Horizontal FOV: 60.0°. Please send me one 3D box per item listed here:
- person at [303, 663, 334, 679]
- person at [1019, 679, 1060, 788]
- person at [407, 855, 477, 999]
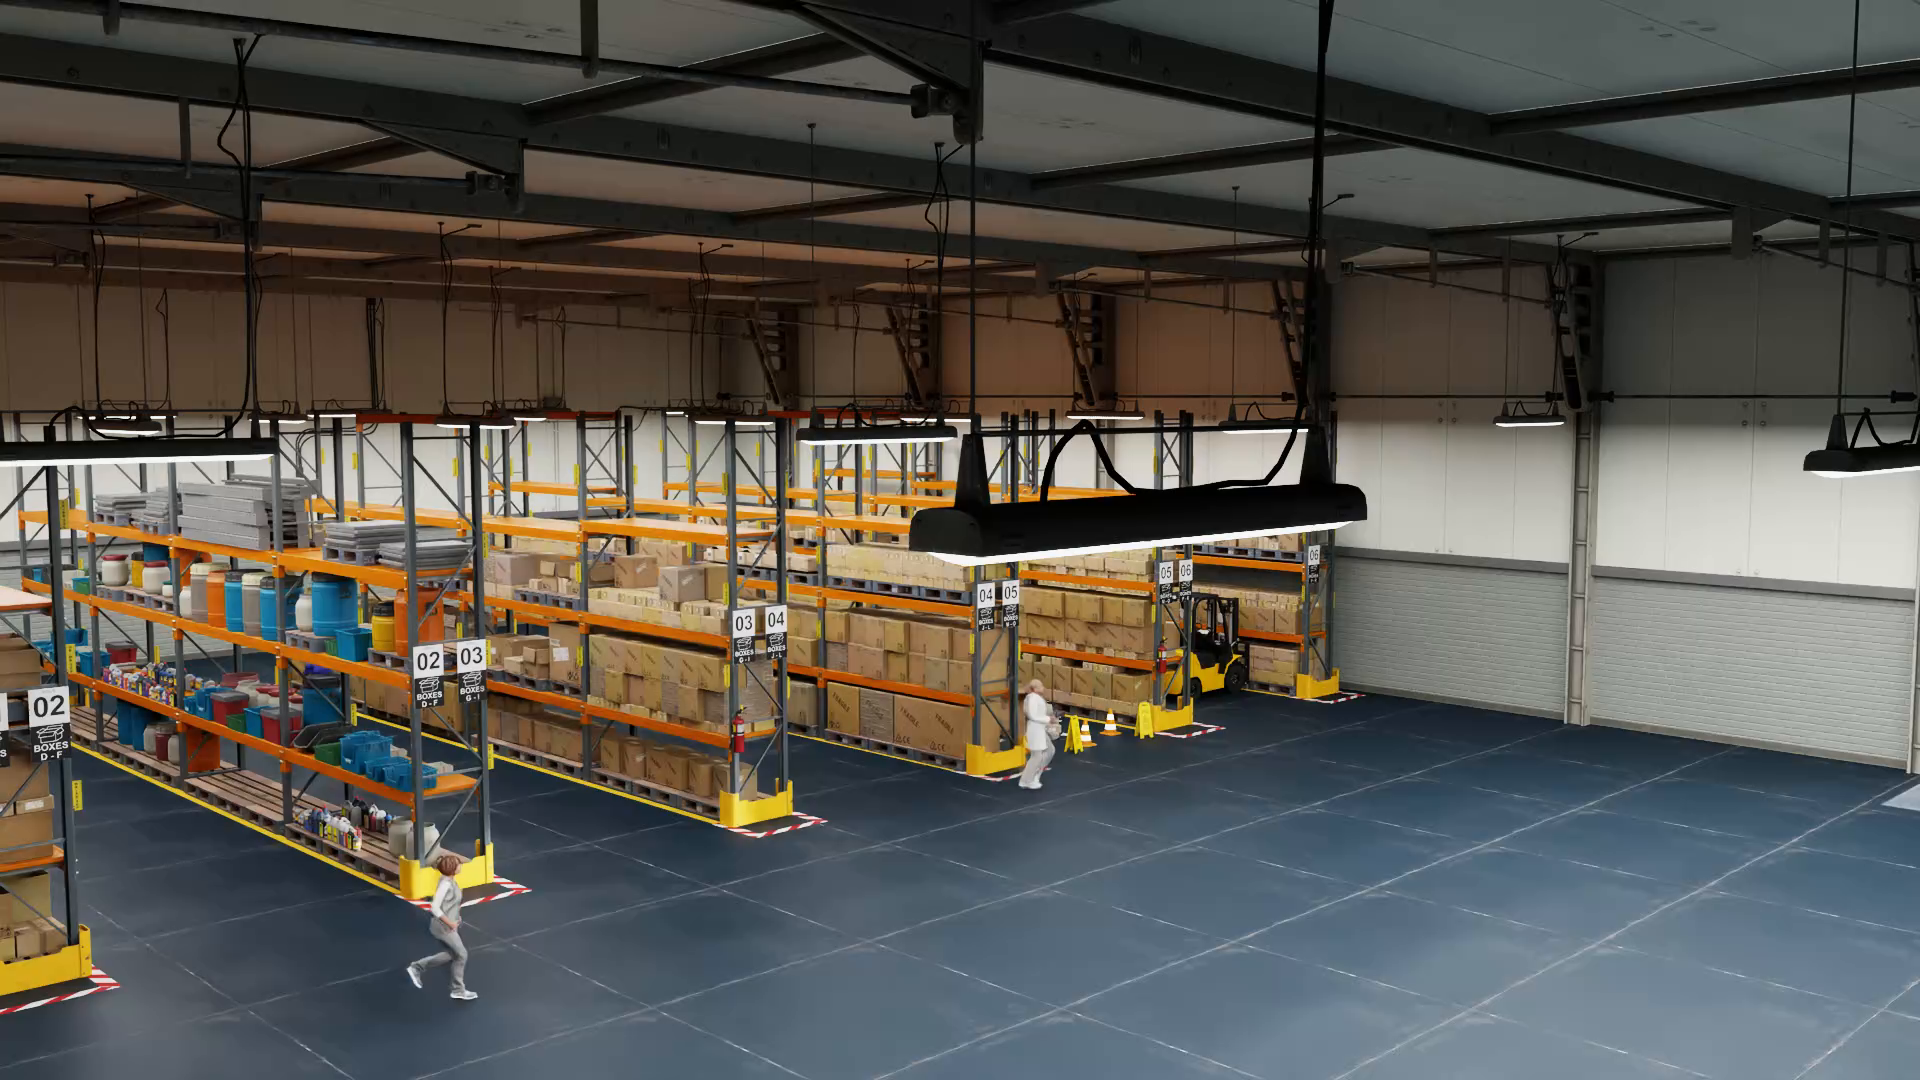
[{"bbox_3d":[-12.079,2.817,31.389,0.583,1.615,0.558,-5,7,-43],"label":"person"},{"bbox_3d":[1.283,3.134,26.781,0.663,1.803,0.715,1,5,8],"label":"person"},{"bbox_3d":[-5.412,4.071,17.319,0.695,1.554,0.559,-1,5,-15],"label":"person"}]
